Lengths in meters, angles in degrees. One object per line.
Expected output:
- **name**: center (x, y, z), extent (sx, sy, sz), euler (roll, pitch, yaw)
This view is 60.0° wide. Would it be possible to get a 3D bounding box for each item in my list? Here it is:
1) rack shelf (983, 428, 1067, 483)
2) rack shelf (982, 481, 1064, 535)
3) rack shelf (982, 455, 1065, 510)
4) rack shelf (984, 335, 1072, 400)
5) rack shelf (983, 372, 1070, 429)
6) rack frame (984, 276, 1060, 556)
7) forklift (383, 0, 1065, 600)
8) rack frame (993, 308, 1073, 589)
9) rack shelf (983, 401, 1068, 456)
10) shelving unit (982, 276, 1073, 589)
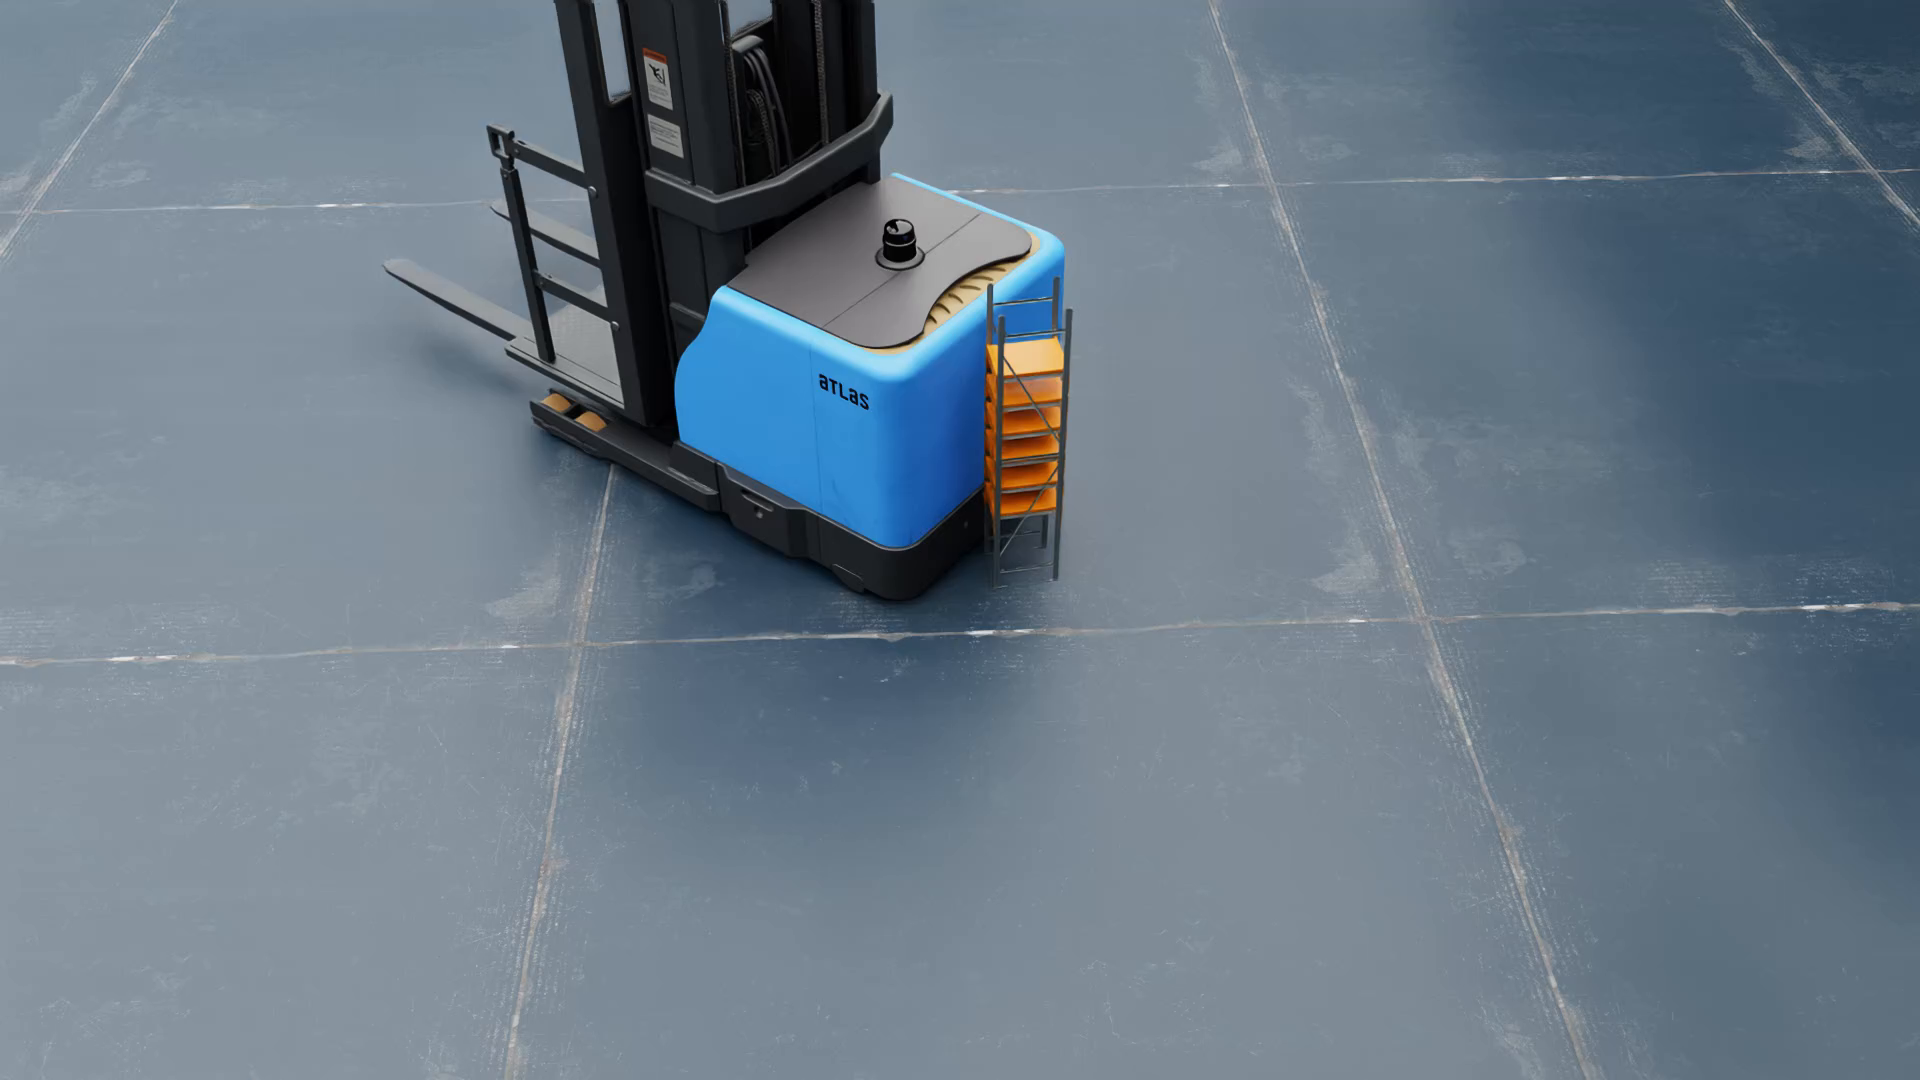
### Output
- **rack shelf**: center (0.223, -0.307, 5.763), extent (0.258, 0.103, 0.180), euler (-7, 43, -8)
- **rack shelf**: center (0.223, -0.130, 5.925), extent (0.258, 0.103, 0.180), euler (-7, 43, -8)
- **rack shelf**: center (0.223, -0.218, 5.844), extent (0.258, 0.103, 0.180), euler (-7, 43, -8)
- **rack shelf**: center (0.223, -0.572, 5.519), extent (0.258, 0.103, 0.180), euler (-7, 43, -8)
- **rack shelf**: center (0.223, -0.484, 5.600), extent (0.258, 0.103, 0.180), euler (-7, 43, -8)
- **rack frame**: center (0.206, -0.400, 5.799), extent (0.240, 1.200, 0.006), euler (-7, 43, -8)
- **forklift**: center (-1.100, -1.682, 5.915), extent (3.031, 2.935, 1.130), euler (27, 49, 26)
- **rack frame**: center (0.240, -0.279, 5.666), extent (0.240, 1.200, 0.006), euler (-7, 43, -8)
- **rack shelf**: center (0.223, -0.395, 5.681), extent (0.258, 0.103, 0.180), euler (-7, 43, -8)
- **shelving unit**: center (0.223, -0.340, 5.733), extent (0.258, 1.200, 0.189), euler (-7, 43, -8)
